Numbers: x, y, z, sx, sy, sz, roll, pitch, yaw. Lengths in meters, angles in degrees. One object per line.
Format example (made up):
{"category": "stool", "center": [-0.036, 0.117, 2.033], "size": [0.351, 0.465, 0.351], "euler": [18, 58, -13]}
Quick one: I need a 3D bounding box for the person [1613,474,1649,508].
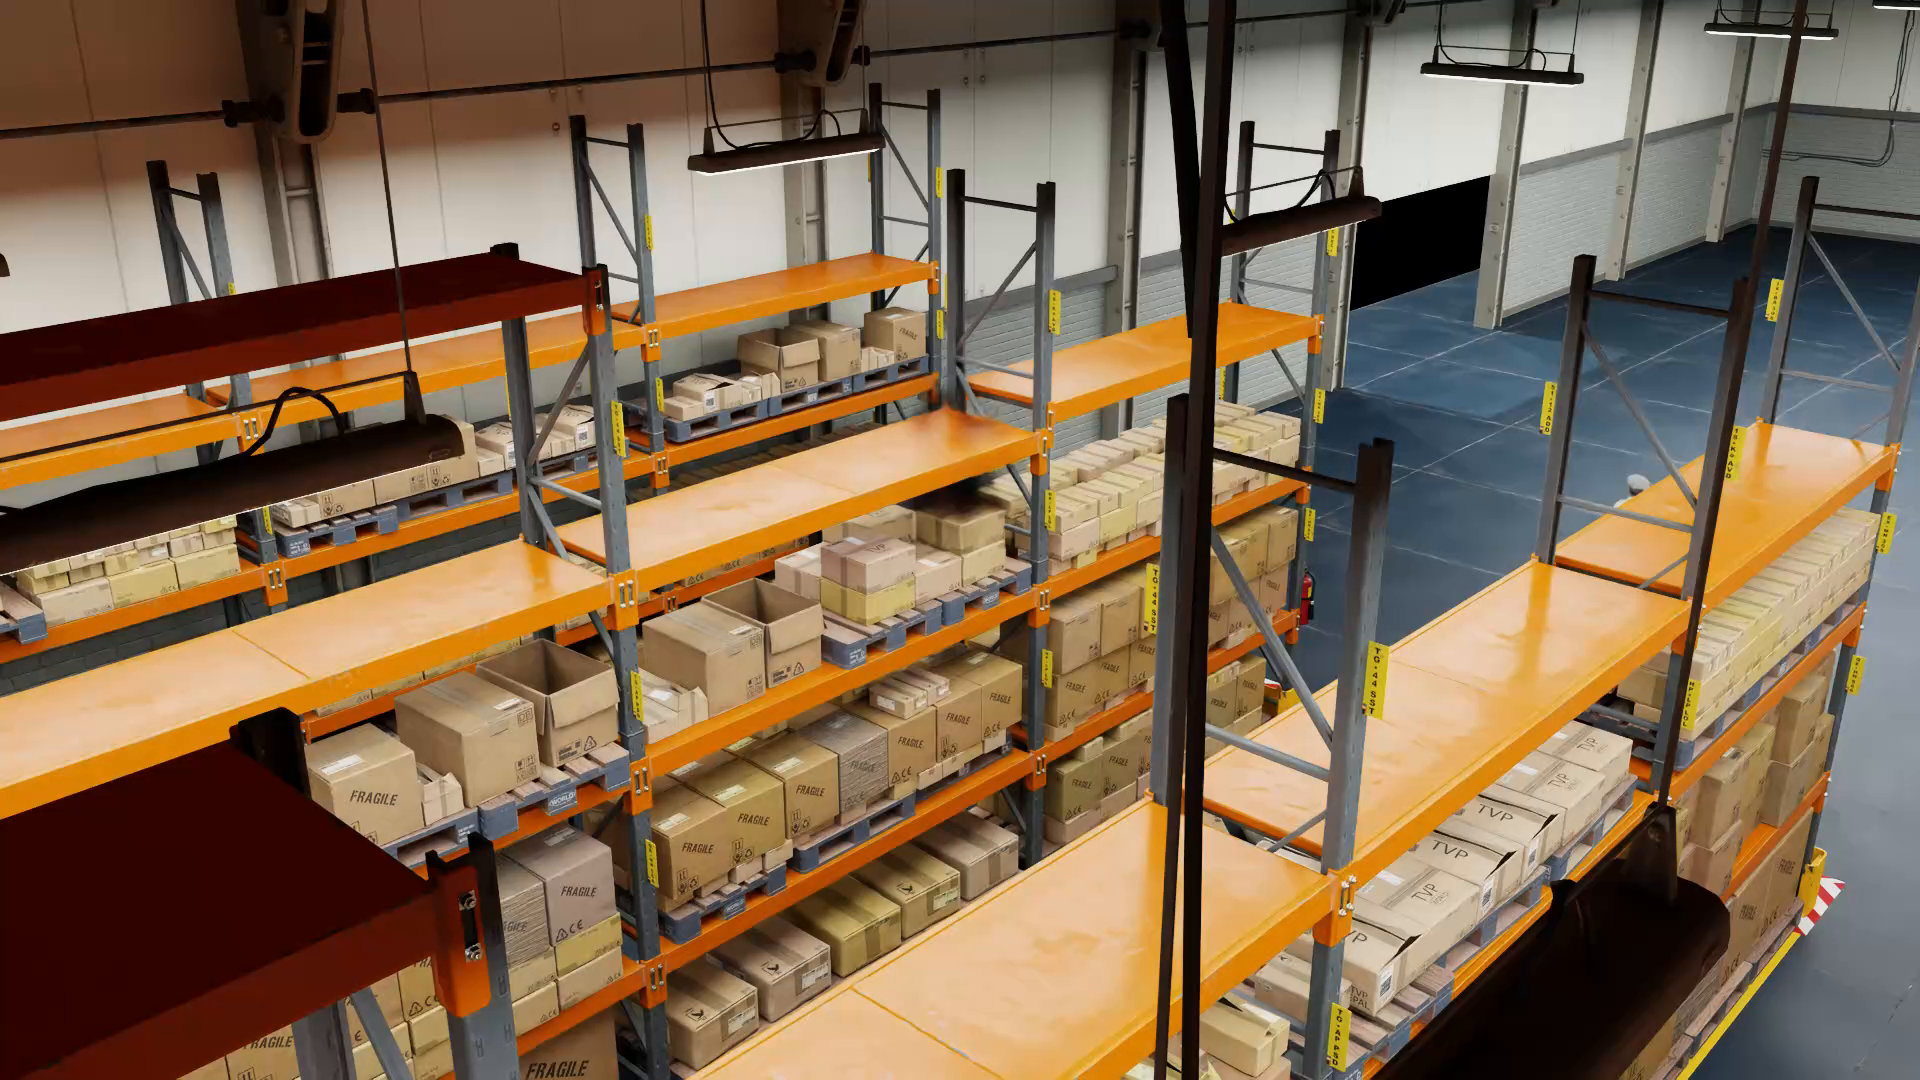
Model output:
{"category": "person", "center": [7.832, 0.048, 19.503], "size": [0.612, 1.677, 0.871], "euler": [0, 21, 1]}
